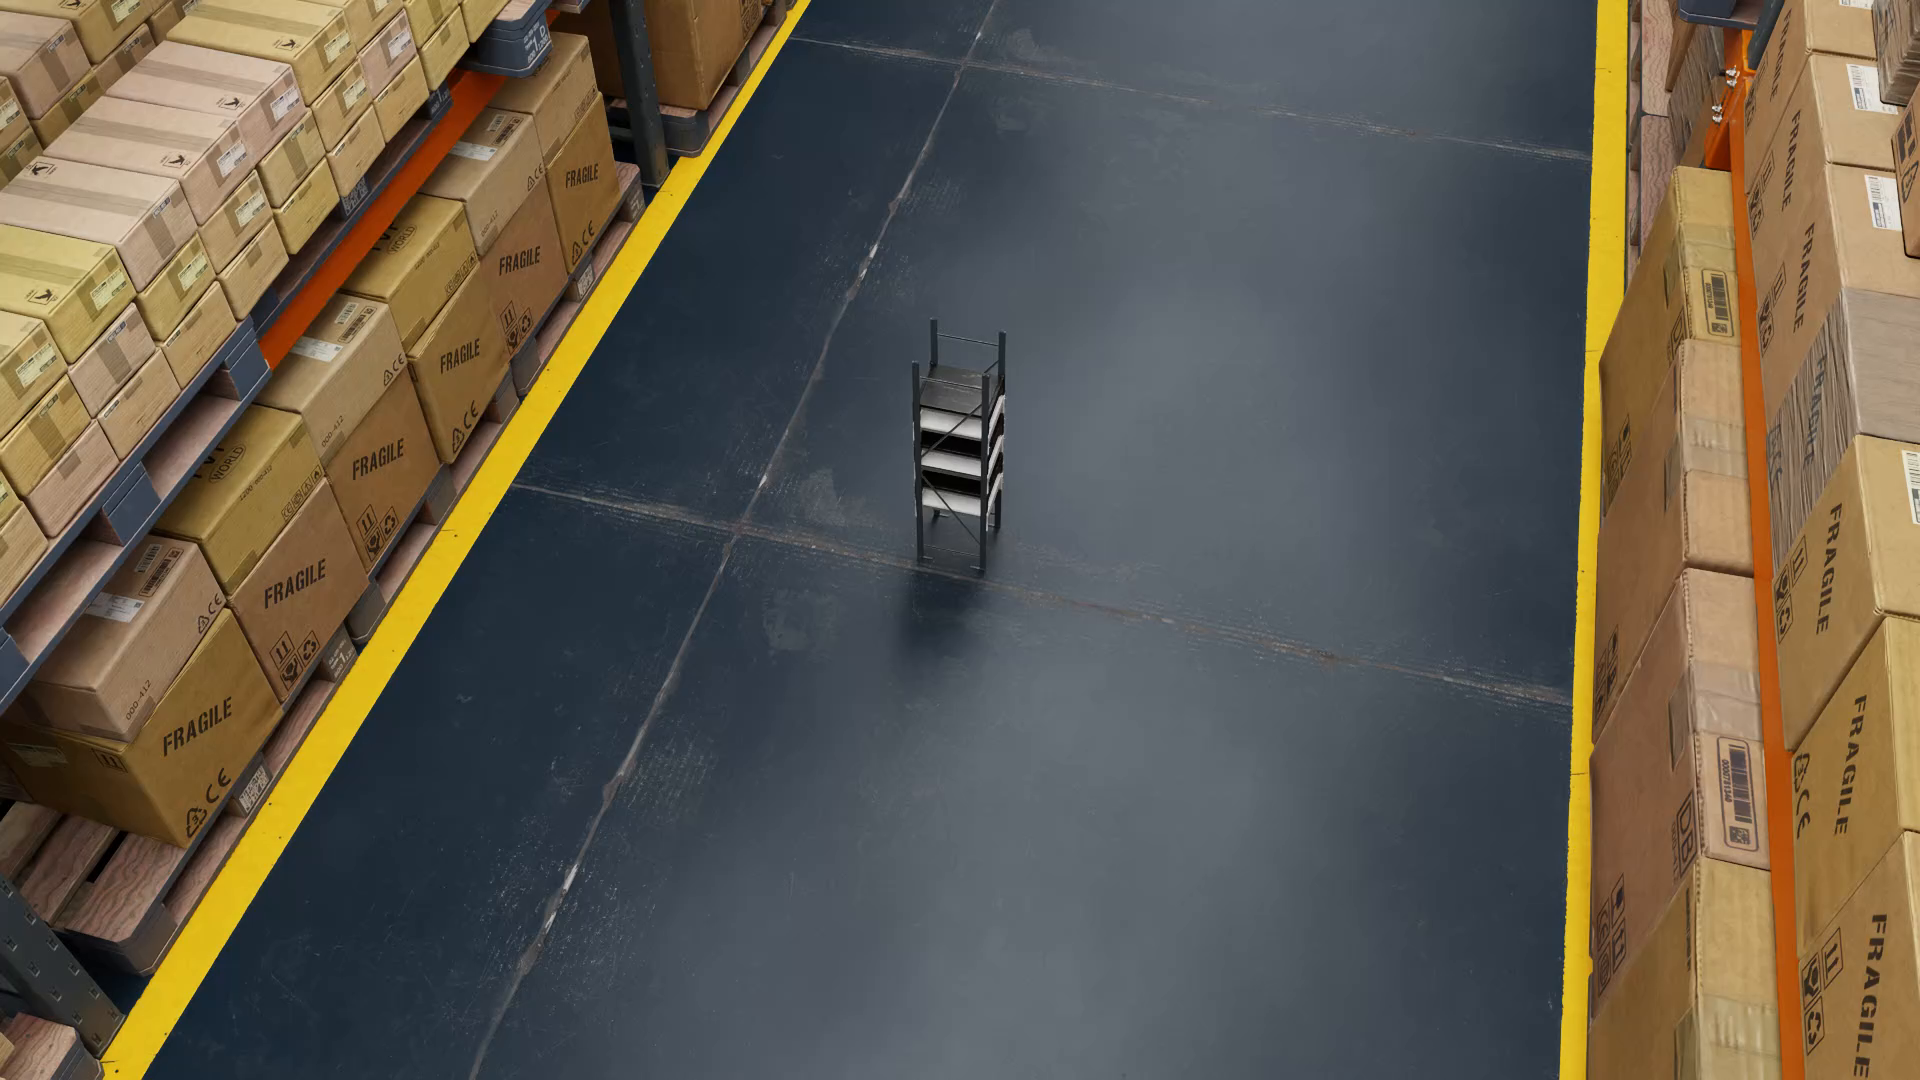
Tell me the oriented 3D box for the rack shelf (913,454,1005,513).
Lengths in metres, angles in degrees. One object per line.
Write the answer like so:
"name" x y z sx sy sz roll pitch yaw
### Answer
"rack shelf" -0.002 -0.210 5.500 0.258 0.077 0.200 12 50 10

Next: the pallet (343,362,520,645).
"pallet" -2.271 -0.254 5.833 1.003 0.211 1.213 12 50 10

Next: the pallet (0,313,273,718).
"pallet" -2.453 -0.188 4.044 1.003 0.211 1.213 12 50 10

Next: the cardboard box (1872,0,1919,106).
"cardboard box" 2.809 -1.409 4.257 0.797 0.503 0.637 13 50 11

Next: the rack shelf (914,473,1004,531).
"rack shelf" -0.002 -0.151 5.567 0.258 0.077 0.200 12 50 10

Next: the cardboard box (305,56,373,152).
"cardboard box" -1.837 -1.208 4.505 0.380 0.149 0.250 11 49 9

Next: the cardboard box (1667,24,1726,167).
"cardboard box" 3.308 -1.780 6.694 0.700 0.500 0.500 8 49 7

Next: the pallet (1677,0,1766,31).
"pallet" 3.102 -2.042 5.680 1.213 0.211 1.003 12 50 10

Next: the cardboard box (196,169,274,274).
"cardboard box" -1.976 -0.835 4.175 0.380 0.149 0.250 13 50 12

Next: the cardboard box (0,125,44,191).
"cardboard box" -2.606 -0.965 4.290 0.380 0.149 0.250 9 49 8

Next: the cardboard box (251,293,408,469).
"cardboard box" -2.068 -0.524 5.099 0.500 0.250 0.500 13 50 11

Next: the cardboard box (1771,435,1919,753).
"cardboard box" 2.092 0.163 3.539 0.500 0.500 0.500 11 49 10

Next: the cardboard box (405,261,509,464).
"cardboard box" -1.926 -0.645 5.706 0.500 0.500 0.500 10 49 8

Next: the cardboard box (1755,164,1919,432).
"cardboard box" 2.362 -0.560 4.177 0.500 0.500 0.500 11 49 9

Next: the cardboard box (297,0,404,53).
"cardboard box" -1.770 -1.494 4.559 0.380 0.149 0.250 14 50 12

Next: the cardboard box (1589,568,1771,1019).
"cardboard box" 2.348 0.775 4.203 1.225 0.875 0.875 10 49 9

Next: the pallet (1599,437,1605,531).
"pallet" 2.737 -0.091 5.690 1.003 0.211 1.213 12 50 10

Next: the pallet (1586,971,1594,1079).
"pallet" 2.095 1.674 4.132 1.003 0.211 1.213 12 50 10

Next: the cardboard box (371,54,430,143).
"cardboard box" -1.770 -1.303 4.787 0.380 0.149 0.250 13 50 11

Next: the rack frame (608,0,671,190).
"rack frame" -1.741 -2.621 6.063 1.000 3.000 0.127 12 50 10

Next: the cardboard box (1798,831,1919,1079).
"cardboard box" 1.824 0.899 2.889 0.500 0.500 0.500 12 50 10

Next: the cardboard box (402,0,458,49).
"cardboard box" -1.701 -1.583 4.836 0.380 0.149 0.250 11 50 10

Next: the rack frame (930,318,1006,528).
"rack frame" 0.025 -0.365 5.472 0.240 0.900 0.006 12 50 10

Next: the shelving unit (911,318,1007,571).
"shelving unit" -0.002 -0.292 5.407 0.258 0.900 0.210 12 50 10

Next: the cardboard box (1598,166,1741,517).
"cardboard box" 2.816 -0.510 5.337 1.225 0.875 0.875 9 49 8

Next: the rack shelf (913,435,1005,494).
"rack shelf" -0.002 -0.270 5.432 0.258 0.077 0.200 12 50 10

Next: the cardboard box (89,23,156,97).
"cardboard box" -2.467 -1.338 4.619 0.380 0.149 0.250 13 50 11

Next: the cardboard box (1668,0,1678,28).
"cardboard box" 3.597 -2.595 7.413 0.700 0.500 0.500 8 49 7

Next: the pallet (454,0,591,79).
"pallet" -1.826 -2.021 5.661 1.213 0.211 1.003 12 50 10

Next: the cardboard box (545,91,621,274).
"cardboard box" -1.662 -1.405 6.377 0.500 0.500 0.500 11 50 10

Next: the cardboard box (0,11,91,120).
"cardboard box" -2.533 -1.252 4.345 0.380 0.149 0.250 10 49 8

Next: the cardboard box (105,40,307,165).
"cardboard box" -1.907 -1.110 4.220 0.380 0.149 0.250 13 50 11

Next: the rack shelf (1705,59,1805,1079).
"rack shelf" 2.491 0.115 4.127 1.077 0.370 4.000 12 50 10

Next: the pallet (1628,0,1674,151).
"pallet" 3.547 -2.091 7.455 1.003 0.211 1.213 12 50 10

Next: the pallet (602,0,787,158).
"pallet" -1.461 -2.254 7.598 1.003 0.211 1.213 12 50 10

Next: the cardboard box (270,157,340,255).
"cardboard box" -1.908 -0.923 4.452 0.380 0.149 0.250 11 49 9

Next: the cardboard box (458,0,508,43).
"cardboard box" -1.631 -1.684 5.123 0.380 0.149 0.250 11 49 10

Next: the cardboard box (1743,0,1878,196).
"cardboard box" 2.627 -1.304 4.834 0.500 0.500 0.500 13 50 11

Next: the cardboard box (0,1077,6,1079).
"cardboard box" -2.569 1.427 4.111 0.380 0.149 0.250 12 50 11

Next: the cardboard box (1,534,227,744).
"cardboard box" -2.345 0.230 4.433 0.500 0.250 0.500 10 49 8

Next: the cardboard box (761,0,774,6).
"cardboard box" -1.267 -3.071 7.680 1.050 0.750 0.750 12 50 11

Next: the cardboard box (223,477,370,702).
"cardboard box" -2.206 0.095 5.052 0.500 0.500 0.500 14 50 12

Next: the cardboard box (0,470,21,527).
"cardboard box" -2.247 -0.076 3.506 0.380 0.149 0.250 12 50 11

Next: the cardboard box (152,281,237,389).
"cardboard box" -2.043 -0.541 4.114 0.380 0.149 0.250 12 50 10

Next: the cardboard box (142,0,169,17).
"cardboard box" -2.394 -1.627 4.676 0.380 0.149 0.250 13 50 11

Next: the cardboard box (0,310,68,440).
"cardboard box" -2.179 -0.378 3.573 0.380 0.149 0.250 13 50 11

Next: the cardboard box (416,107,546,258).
"cardboard box" -1.791 -1.267 5.755 0.500 0.250 0.500 12 50 11

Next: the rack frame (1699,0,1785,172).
"rack frame" 3.017 -1.569 5.134 1.000 3.000 0.127 12 50 10

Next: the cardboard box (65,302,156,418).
"cardboard box" -2.113 -0.451 3.836 0.380 0.149 0.250 13 50 11

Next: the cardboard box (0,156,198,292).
"cardboard box" -2.041 -0.743 3.895 0.380 0.149 0.250 11 49 10

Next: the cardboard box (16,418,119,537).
"cardboard box" -2.179 -0.180 3.795 0.380 0.149 0.250 12 50 11
